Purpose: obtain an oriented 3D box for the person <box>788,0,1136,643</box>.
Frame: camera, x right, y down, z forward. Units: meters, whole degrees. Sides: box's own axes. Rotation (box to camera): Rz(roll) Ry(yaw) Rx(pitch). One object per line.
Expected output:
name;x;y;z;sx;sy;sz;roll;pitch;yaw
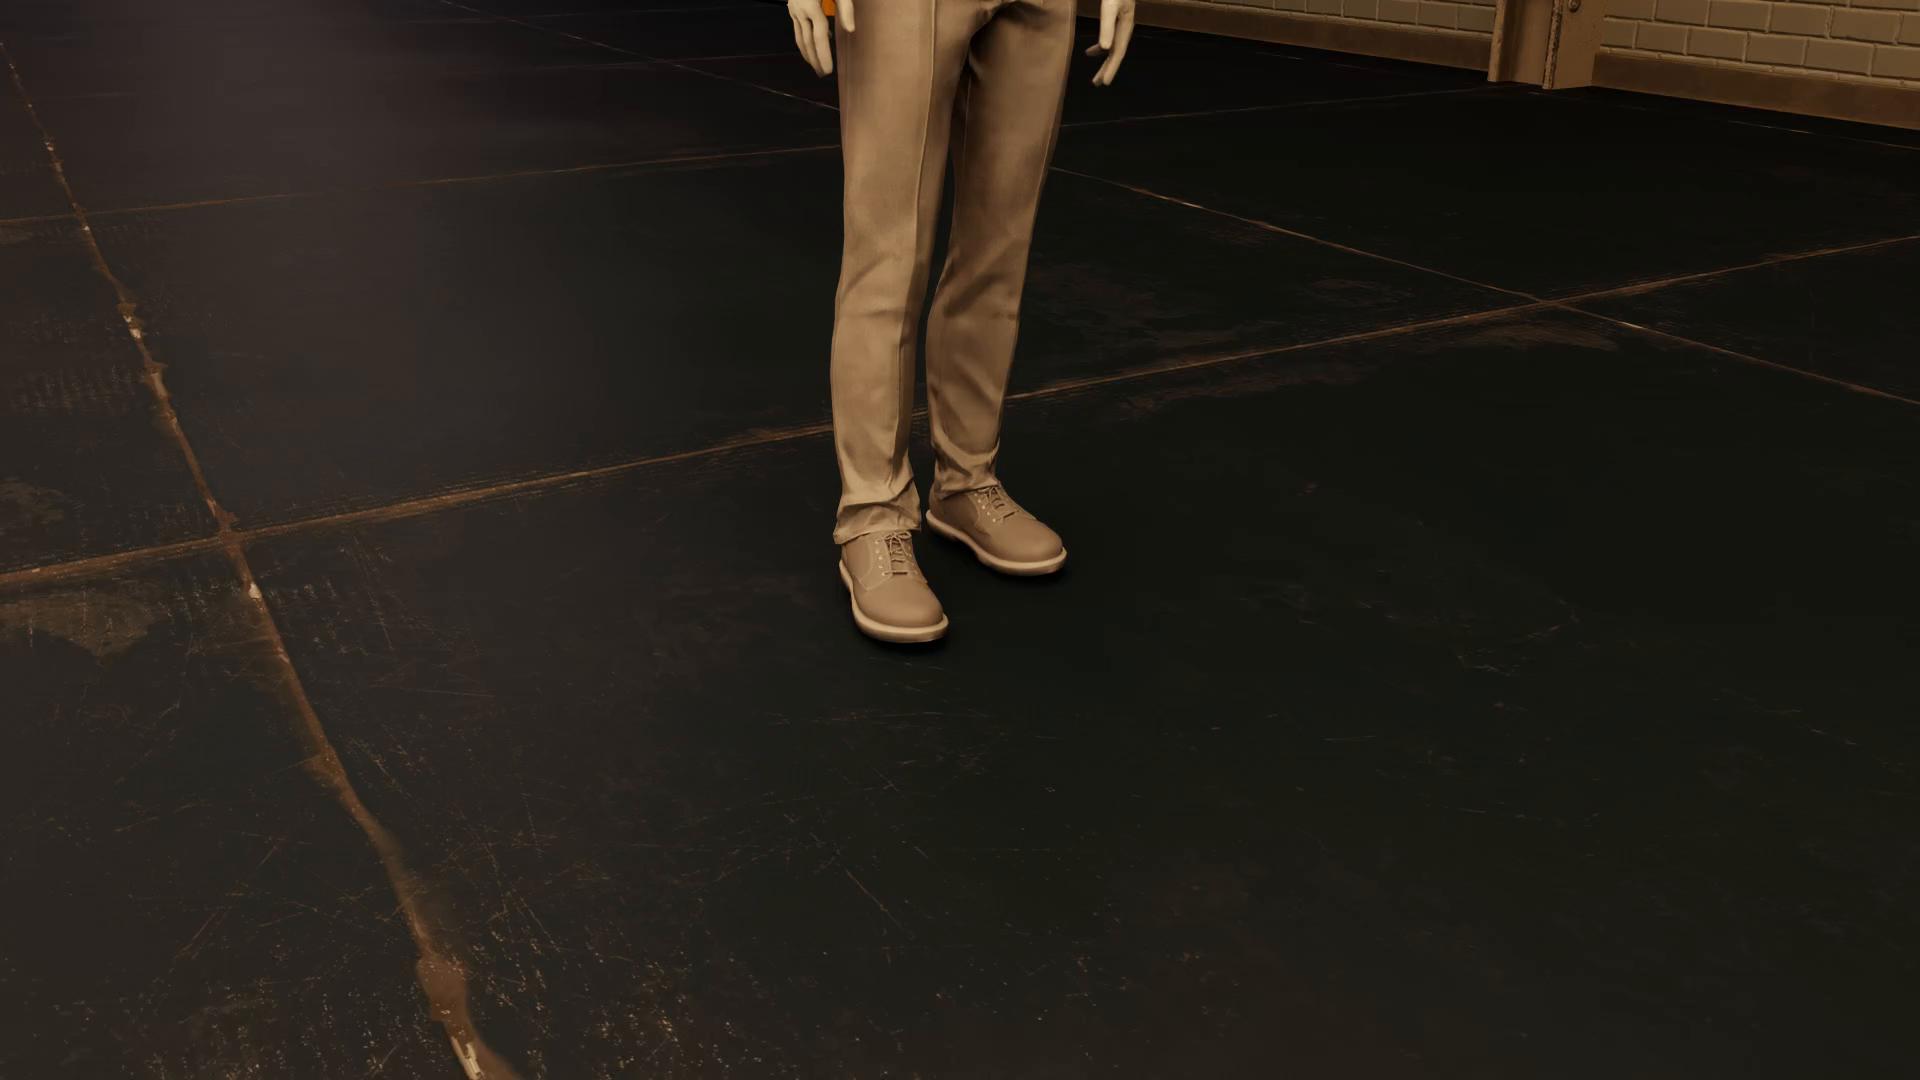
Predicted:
person;0.028;-0.767;2.252;0.586;1.694;0.532;-12;25;-28
